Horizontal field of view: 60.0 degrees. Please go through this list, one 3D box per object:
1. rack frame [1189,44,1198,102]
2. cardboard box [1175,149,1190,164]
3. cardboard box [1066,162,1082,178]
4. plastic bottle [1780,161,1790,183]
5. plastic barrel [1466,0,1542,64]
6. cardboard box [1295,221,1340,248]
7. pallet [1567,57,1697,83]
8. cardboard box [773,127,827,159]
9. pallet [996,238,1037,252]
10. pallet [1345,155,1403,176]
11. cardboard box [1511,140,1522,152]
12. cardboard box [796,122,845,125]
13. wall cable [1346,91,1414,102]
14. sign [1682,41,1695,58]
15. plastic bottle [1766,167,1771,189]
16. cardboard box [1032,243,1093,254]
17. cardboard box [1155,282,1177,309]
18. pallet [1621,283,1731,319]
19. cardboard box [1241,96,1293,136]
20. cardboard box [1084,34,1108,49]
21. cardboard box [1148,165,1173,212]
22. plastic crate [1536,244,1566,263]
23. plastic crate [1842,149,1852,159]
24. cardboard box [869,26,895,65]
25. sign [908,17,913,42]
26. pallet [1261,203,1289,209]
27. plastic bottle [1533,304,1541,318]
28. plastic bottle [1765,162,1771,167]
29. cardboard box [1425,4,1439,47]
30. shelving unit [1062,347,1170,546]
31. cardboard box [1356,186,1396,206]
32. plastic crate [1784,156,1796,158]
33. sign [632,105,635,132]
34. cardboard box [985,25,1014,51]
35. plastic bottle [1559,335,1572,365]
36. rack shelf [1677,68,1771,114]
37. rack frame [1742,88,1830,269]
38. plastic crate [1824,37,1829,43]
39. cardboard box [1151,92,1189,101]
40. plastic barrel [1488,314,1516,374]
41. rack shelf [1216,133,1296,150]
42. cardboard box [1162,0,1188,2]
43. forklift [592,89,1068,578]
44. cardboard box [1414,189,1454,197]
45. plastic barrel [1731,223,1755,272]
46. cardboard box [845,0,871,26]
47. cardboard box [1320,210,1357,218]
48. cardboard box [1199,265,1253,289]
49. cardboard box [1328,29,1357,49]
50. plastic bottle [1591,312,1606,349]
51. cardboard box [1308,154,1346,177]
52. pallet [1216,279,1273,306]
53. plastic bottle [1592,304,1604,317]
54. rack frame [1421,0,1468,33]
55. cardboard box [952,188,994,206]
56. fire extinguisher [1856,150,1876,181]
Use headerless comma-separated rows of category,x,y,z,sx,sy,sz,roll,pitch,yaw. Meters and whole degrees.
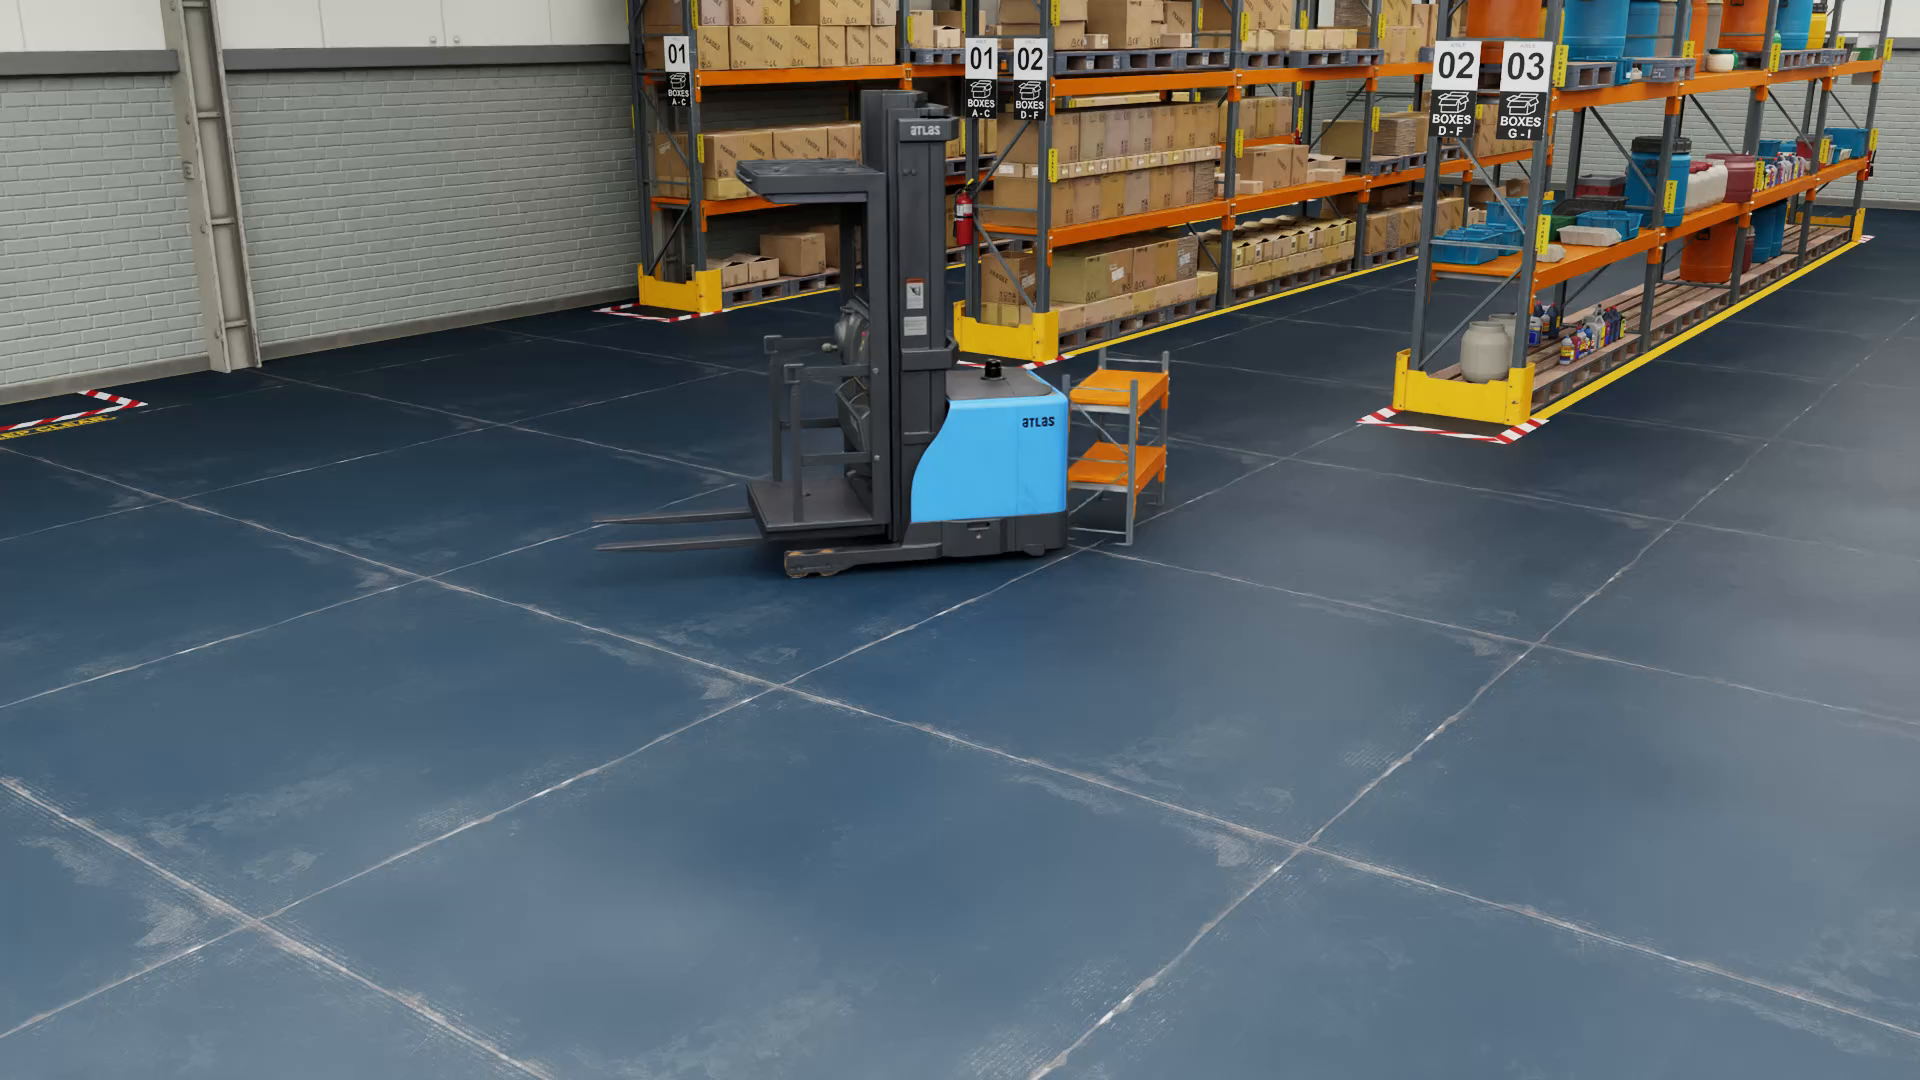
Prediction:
rack frame,3.661,-7.146,29.196,1.000,3.000,0.127,12,21,35
cardboard box,2.426,-4.436,19.210,0.380,0.149,0.250,12,21,35
cardboard box,1.053,-3.889,17.448,0.380,0.149,0.250,12,21,33
plastic bottle,11.044,-4.945,22.320,0.152,0.276,0.135,12,21,35
plastic barrel,4.655,-4.513,14.229,0.600,0.830,0.708,12,21,35
cardboard box,4.839,-4.180,22.630,0.500,0.311,0.500,12,21,34
pallet,6.499,-4.643,16.397,1.213,0.211,1.003,12,21,35
cardboard box,-2.050,-5.007,21.264,0.500,0.500,0.500,13,22,36
pallet,0.811,-4.675,25.943,1.003,0.211,1.213,12,21,35
pallet,5.605,-5.401,23.900,1.213,0.211,1.003,12,21,35
cardboard box,9.068,-6.755,27.769,0.500,0.500,0.500,12,21,34
cardboard box,-1.865,-5.339,22.332,0.500,0.500,0.500,12,21,34
wall cable,9.701,-10.764,35.969,3.097,2.526,0.112,12,21,35
sign,7.286,-4.826,16.655,0.100,0.325,0.005,12,21,35
plastic bottle,10.393,-4.670,21.440,0.097,0.271,0.097,0,17,0
cardboard box,1.156,-3.080,18.766,0.500,0.500,0.500,12,21,35
cardboard box,2.182,-2.865,19.340,0.500,0.250,0.500,12,21,35
pallet,8.741,-2.933,20.332,1.003,0.211,1.213,12,21,35
cardboard box,5.748,-8.118,31.822,0.980,0.700,0.700,14,22,37
cardboard box,1.334,-5.242,17.488,0.380,0.149,0.250,12,21,35
cardboard box,2.004,-4.061,19.095,0.700,0.500,0.500,13,21,35
plastic crate,5.259,-2.567,14.897,0.298,0.136,0.250,12,21,35
plastic crate,13.660,-6.024,25.928,0.396,0.136,0.243,12,21,35
cardboard box,-1.210,-6.565,22.067,0.500,0.500,0.500,13,22,36
sign,-0.666,-6.825,22.236,0.100,0.325,0.005,12,21,35
pallet,5.630,-6.562,32.020,1.003,0.211,1.213,12,21,35
plastic bottle,5.924,-2.271,17.223,0.144,0.351,0.185,11,21,32
plastic bottle,10.794,-4.906,22.200,0.097,0.271,0.097,0,17,0
cardboard box,6.902,-7.729,24.973,0.600,0.600,0.600,12,21,34
shelving unit,1.077,-0.670,11.504,0.538,1.125,1.048,6,18,17
cardboard box,6.263,-5.216,25.190,0.500,0.250,0.500,12,21,34
plastic crate,12.068,-5.606,24.602,0.437,0.125,0.590,12,21,35
sign,-3.923,-5.094,20.105,0.100,0.325,0.005,12,21,35
cardboard box,0.431,-7.392,24.723,0.797,0.503,0.637,16,24,42
plastic bottle,5.798,-1.821,15.907,0.097,0.271,0.097,0,17,0
rack shelf,8.042,-5.055,18.618,1.077,0.370,4.000,12,21,35
rack frame,11.617,-5.395,23.558,1.000,3.000,0.127,12,21,35
plastic crate,12.869,-7.435,25.175,0.504,0.338,0.767,12,21,35
cardboard box,3.588,-7.547,28.519,0.500,0.250,0.500,13,22,36
plastic barrel,5.096,-1.839,15.594,0.421,0.512,0.421,0,17,0
rack shelf,4.852,-7.278,30.837,1.077,0.370,4.000,12,21,35
cardboard box,3.889,-9.320,29.253,0.500,0.500,0.500,12,21,34
forklift,-0.867,-1.331,10.588,3.031,2.935,1.130,-4,18,-13
cardboard box,7.753,-5.473,27.284,0.500,0.500,0.500,12,21,35
plastic barrel,10.184,-3.880,22.037,0.600,0.588,0.708,12,21,35
cardboard box,-1.507,-6.907,21.482,0.500,0.500,0.500,14,22,38
cardboard box,5.627,-4.599,24.468,0.500,0.500,0.500,13,22,37
cardboard box,3.314,-3.305,20.758,0.500,0.250,0.500,12,21,33
cardboard box,5.033,-6.762,22.447,0.500,0.250,0.500,11,20,31
plastic bottle,6.391,-2.108,16.697,0.144,0.351,0.185,12,21,34
cardboard box,5.006,-5.197,23.071,0.500,0.311,0.500,14,22,38
pallet,3.282,-3.216,21.245,1.003,0.211,1.213,12,21,35
plastic bottle,6.582,-2.256,17.174,0.144,0.351,0.185,12,21,35
rack frame,7.641,-9.136,25.490,1.000,3.000,0.127,12,21,35
cardboard box,0.198,-5.139,24.941,0.500,0.250,0.500,12,21,34
fire extinguisher,14.455,-6.088,26.550,0.296,0.674,0.183,12,21,35
